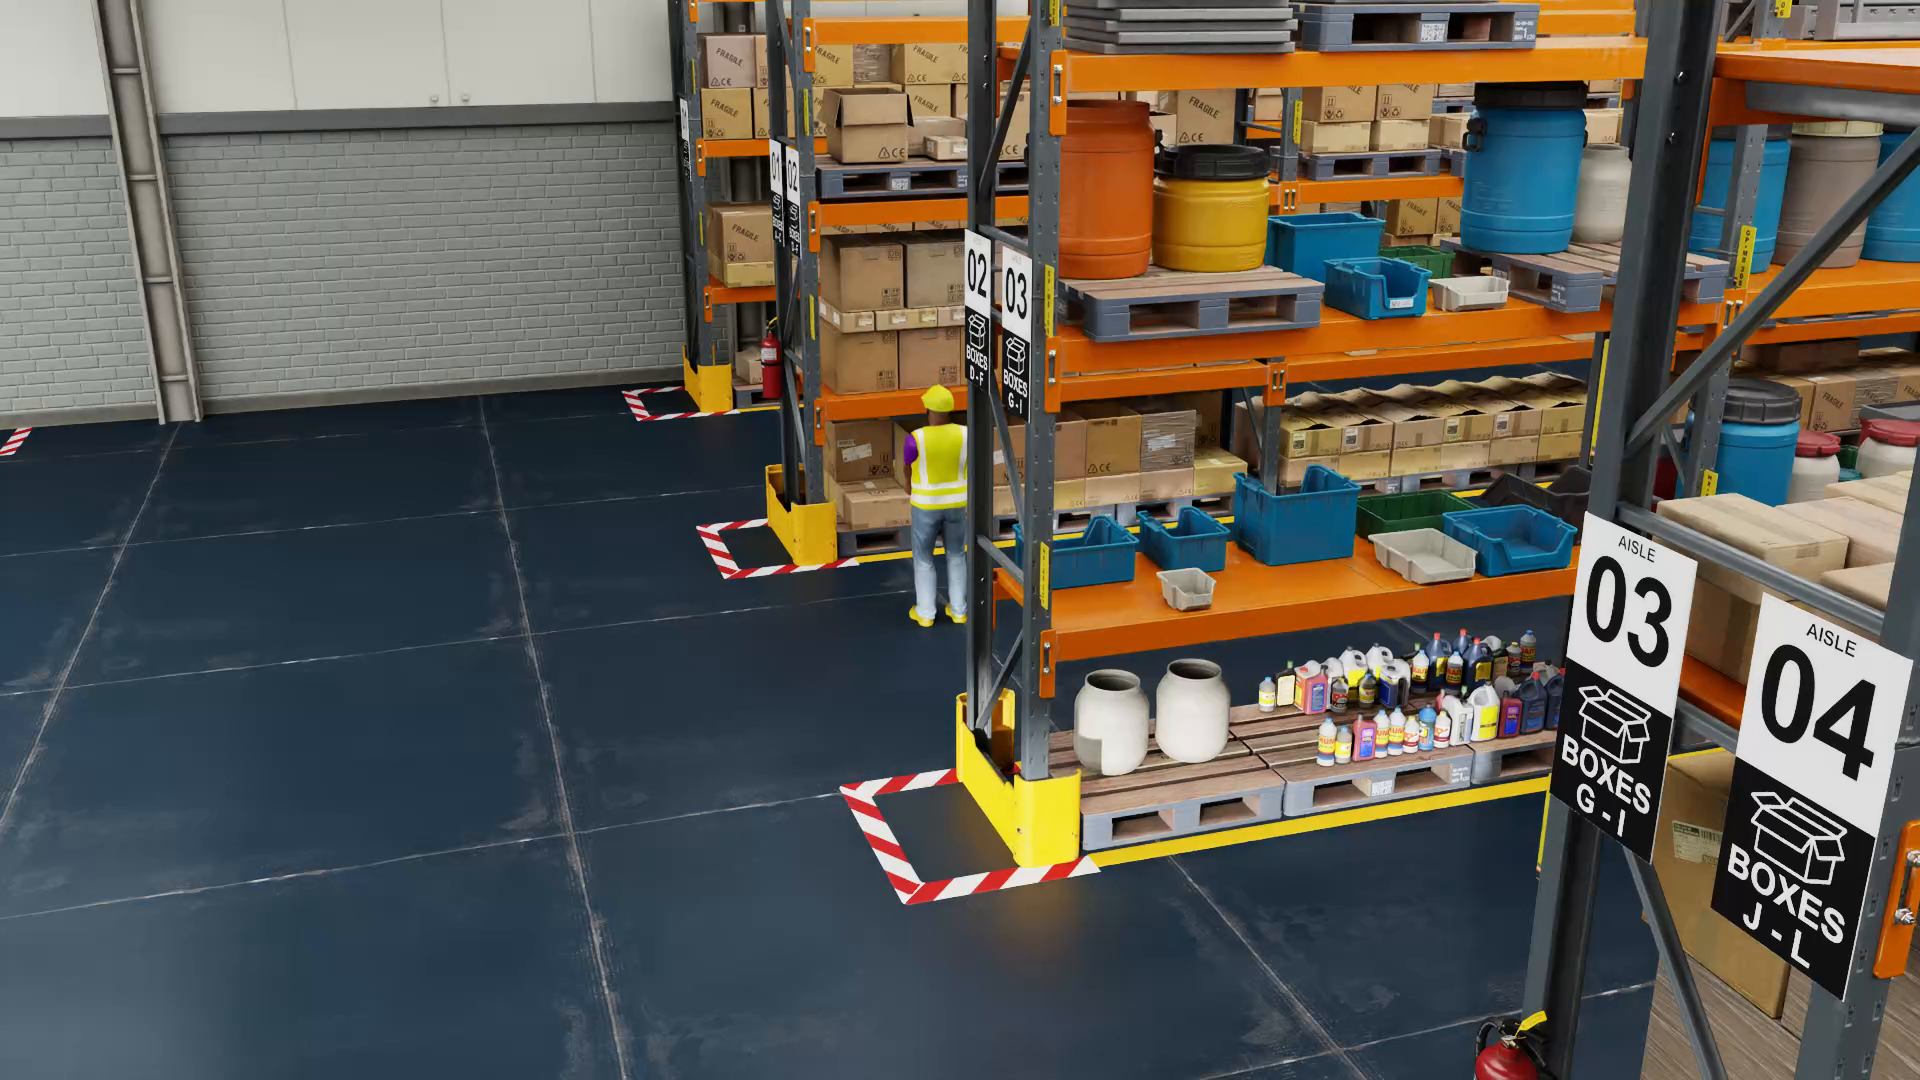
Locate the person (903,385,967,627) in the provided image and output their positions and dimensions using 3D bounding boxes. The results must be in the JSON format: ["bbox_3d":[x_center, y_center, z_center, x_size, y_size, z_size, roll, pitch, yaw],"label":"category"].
[{"bbox_3d":[-0.183,-0.278,11.841,0.503,1.760,0.577,-6,20,-16],"label":"person"}]
